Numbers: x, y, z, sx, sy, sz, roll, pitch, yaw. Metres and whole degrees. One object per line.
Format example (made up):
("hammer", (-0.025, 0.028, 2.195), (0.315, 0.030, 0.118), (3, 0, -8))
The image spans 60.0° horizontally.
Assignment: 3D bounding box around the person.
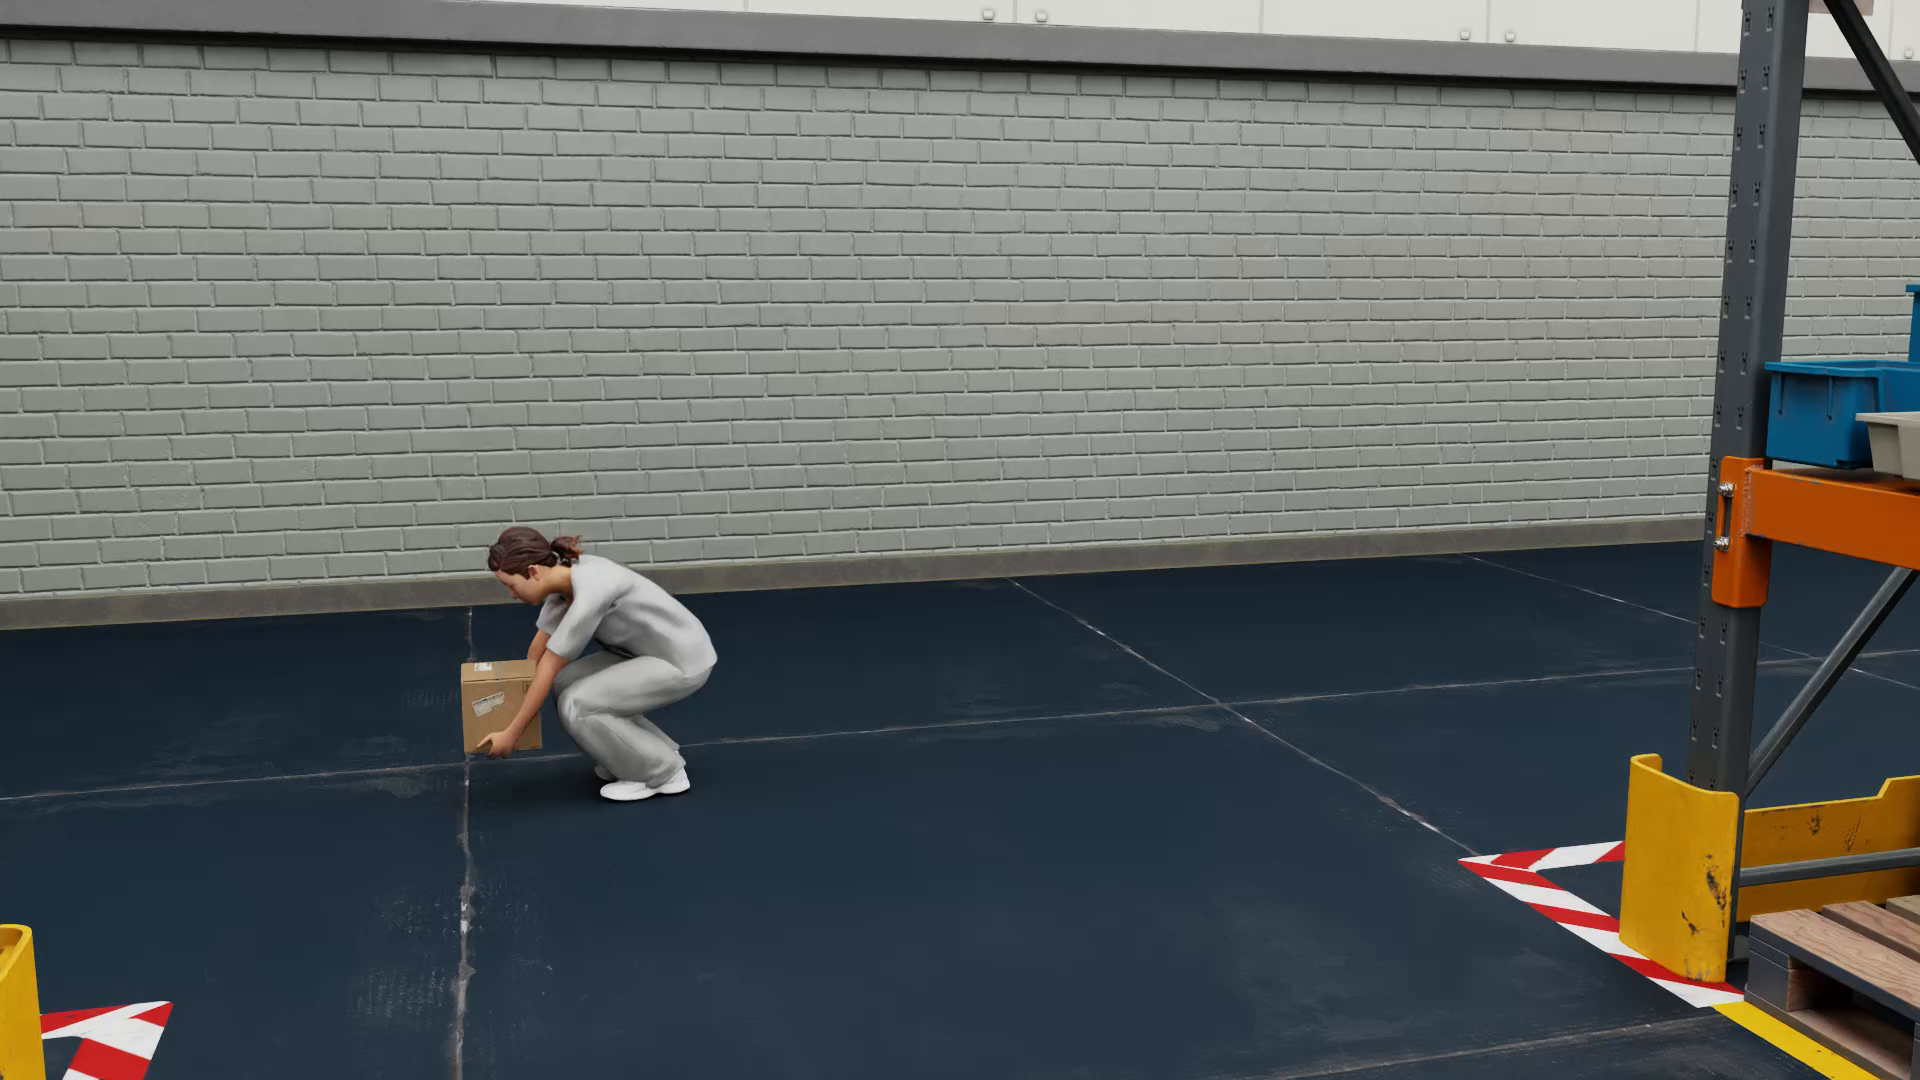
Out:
("person", (-1.244, 0.404, 5.689), (0.817, 0.950, 0.464), (-3, 10, -17))
